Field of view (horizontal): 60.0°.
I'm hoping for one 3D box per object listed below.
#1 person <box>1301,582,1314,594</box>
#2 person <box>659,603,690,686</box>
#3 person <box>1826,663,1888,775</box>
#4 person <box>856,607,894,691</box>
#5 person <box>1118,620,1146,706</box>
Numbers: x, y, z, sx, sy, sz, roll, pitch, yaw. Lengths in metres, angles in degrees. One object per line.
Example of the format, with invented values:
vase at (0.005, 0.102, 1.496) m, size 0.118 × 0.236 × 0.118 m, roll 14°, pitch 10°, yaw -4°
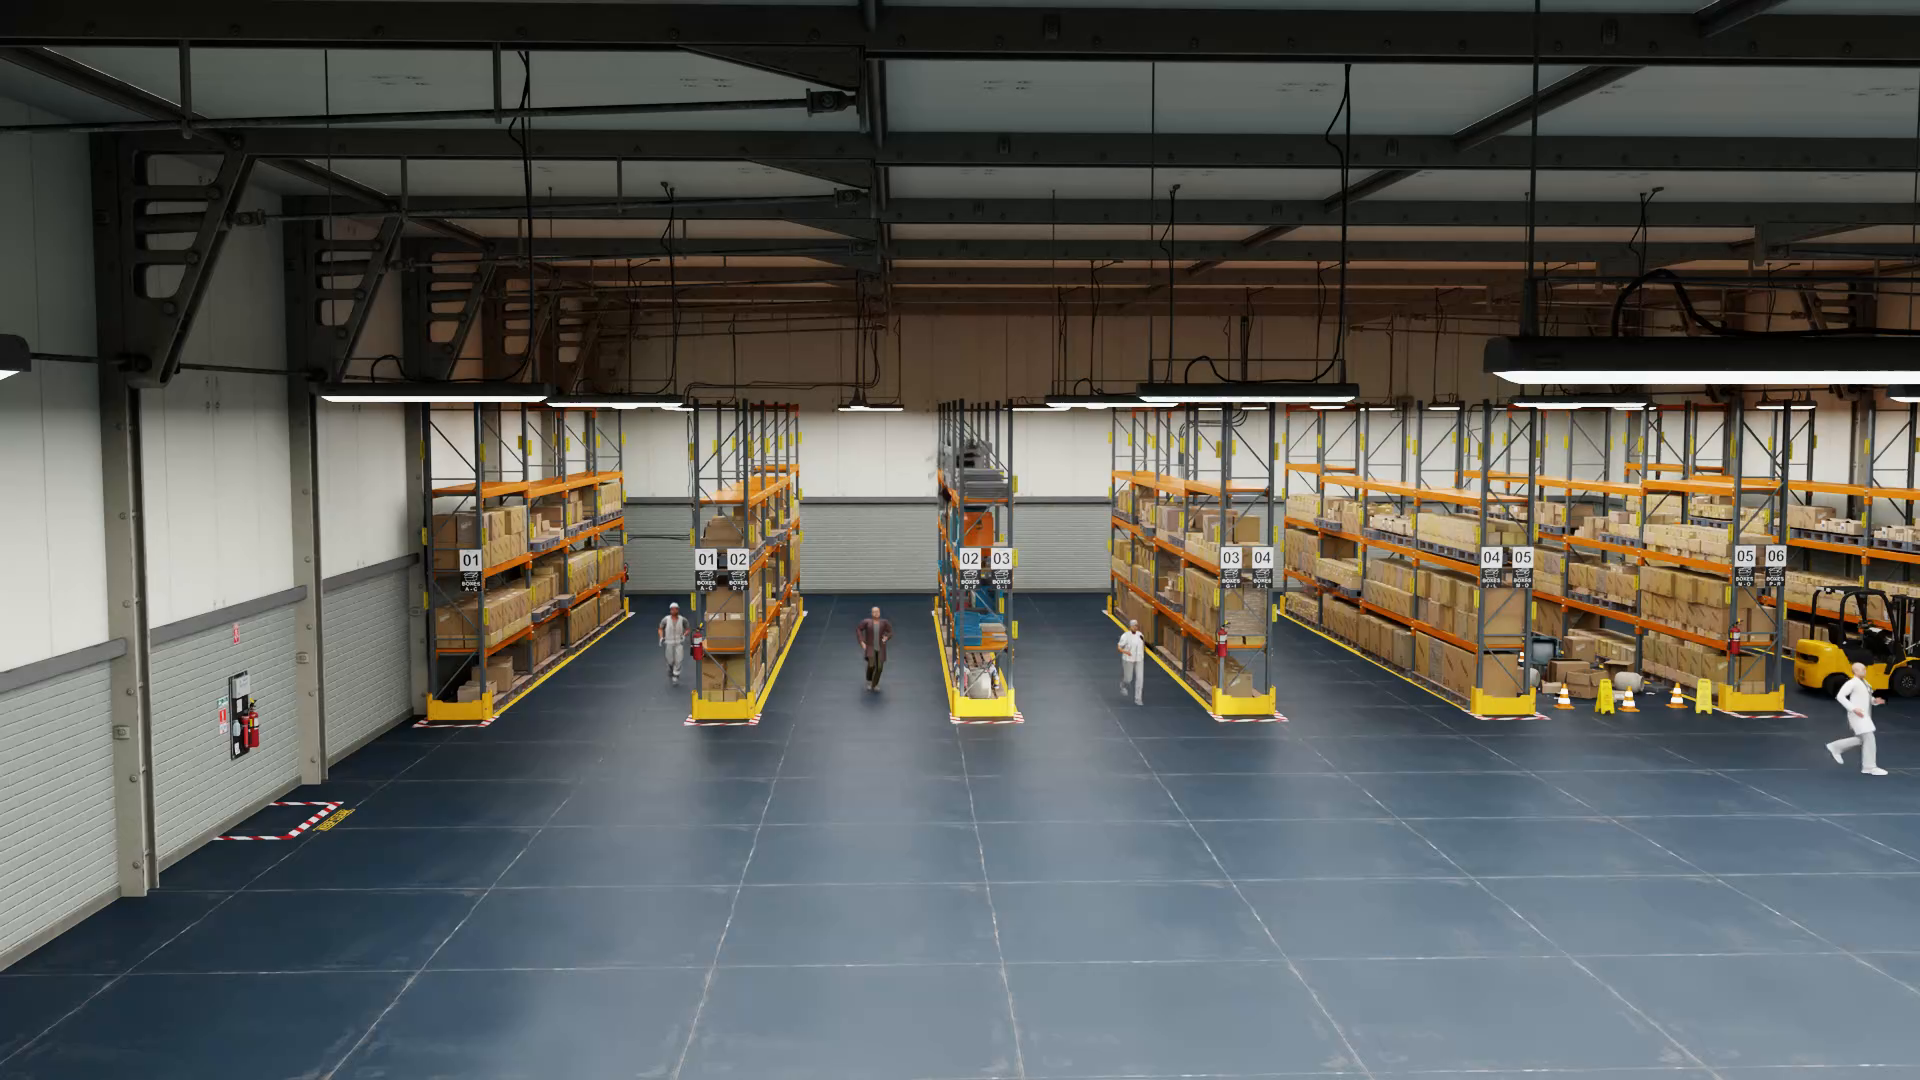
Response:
person at (10.221, 1.149, 48.860) m, size 0.912 × 1.672 × 0.578 m, roll -1°, pitch 5°, yaw -19°
person at (-6.021, 2.194, 35.100) m, size 0.662 × 1.739 × 0.598 m, roll -1°, pitch 4°, yaw -11°
person at (14.315, 2.830, 26.515) m, size 0.720 × 1.751 × 0.963 m, roll -4°, pitch 6°, yaw -42°
person at (-1.725, 2.248, 34.135) m, size 0.765 × 1.752 × 0.609 m, roll -1°, pitch 4°, yaw -12°
person at (3.415, 2.400, 32.920) m, size 0.614 × 1.665 × 0.900 m, roll -1°, pitch 4°, yaw -12°
